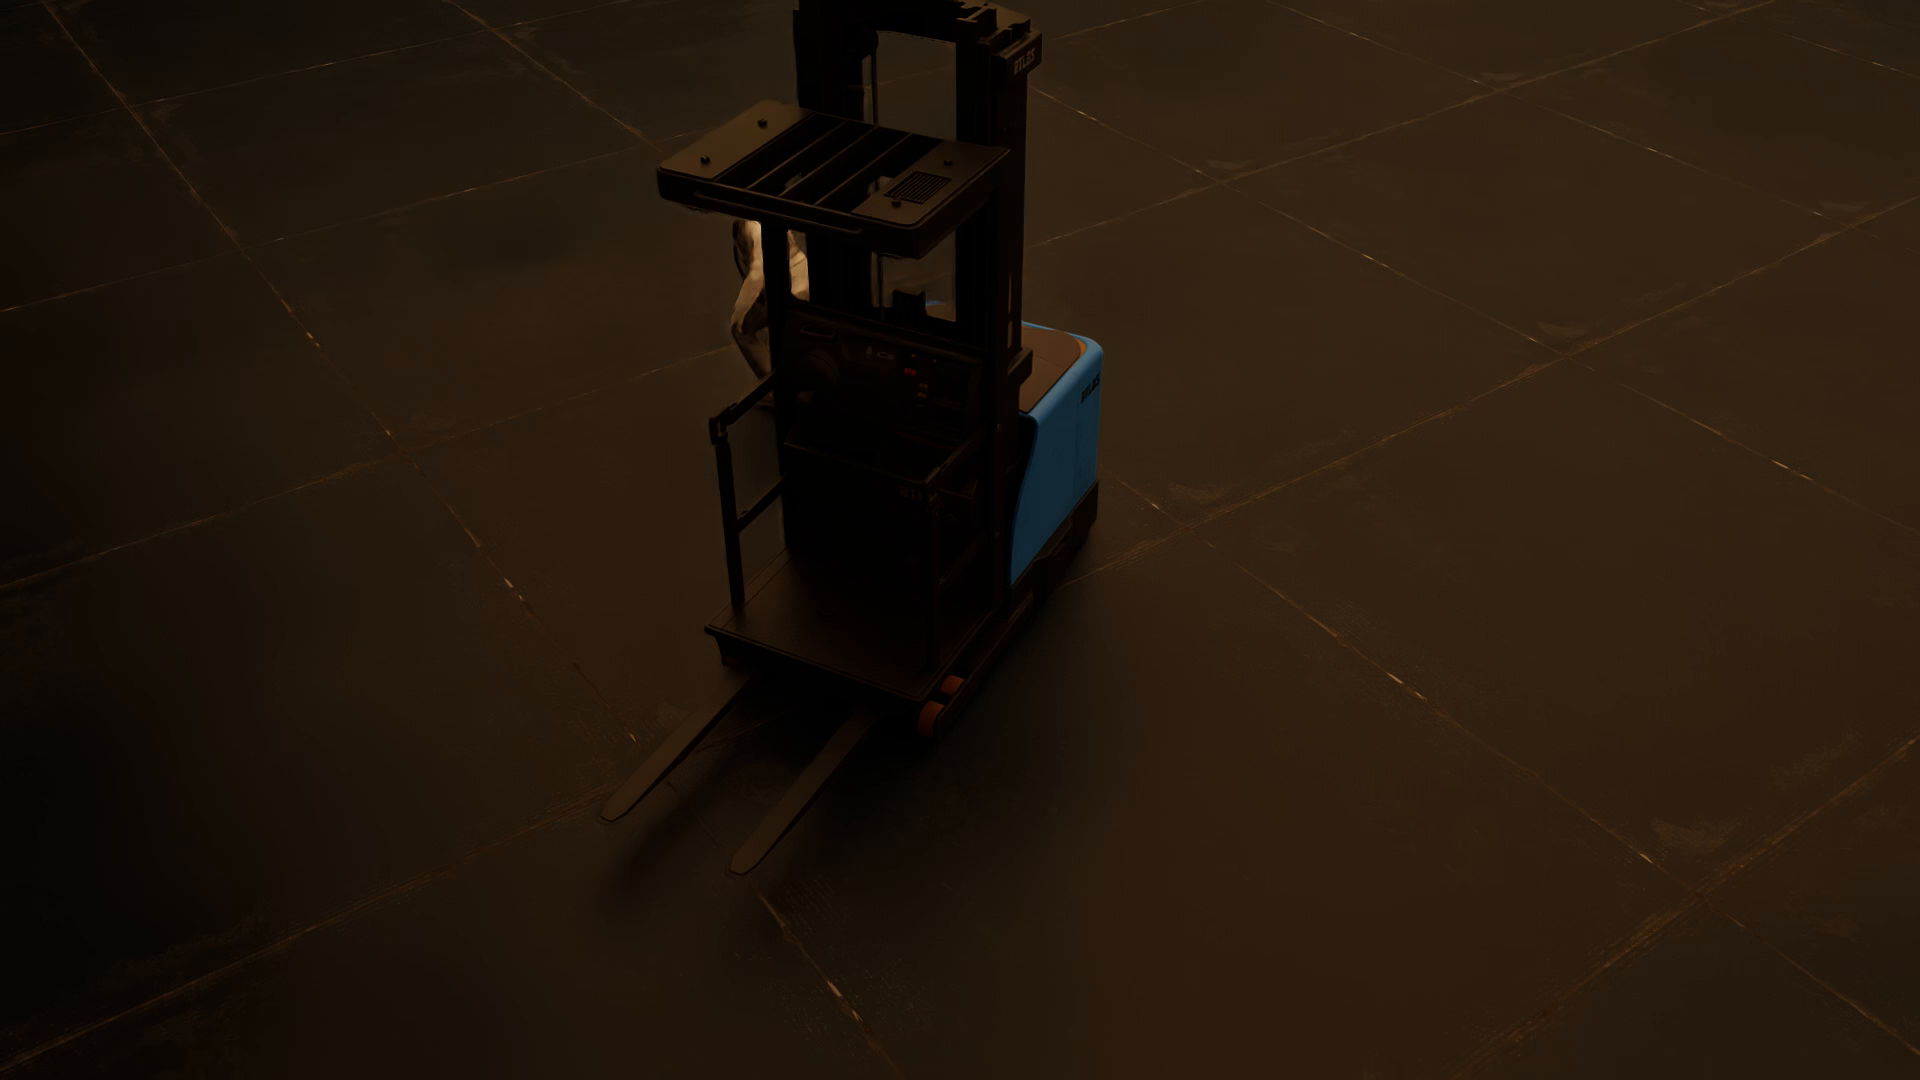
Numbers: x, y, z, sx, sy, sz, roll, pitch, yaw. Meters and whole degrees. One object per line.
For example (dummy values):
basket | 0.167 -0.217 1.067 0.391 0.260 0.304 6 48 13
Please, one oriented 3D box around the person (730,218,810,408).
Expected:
person | -0.990 -1.379 9.080 0.610 1.454 0.757 18 40 23

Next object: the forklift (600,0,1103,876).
forklift | -0.430 -0.616 6.778 1.130 2.935 3.031 17 40 22
